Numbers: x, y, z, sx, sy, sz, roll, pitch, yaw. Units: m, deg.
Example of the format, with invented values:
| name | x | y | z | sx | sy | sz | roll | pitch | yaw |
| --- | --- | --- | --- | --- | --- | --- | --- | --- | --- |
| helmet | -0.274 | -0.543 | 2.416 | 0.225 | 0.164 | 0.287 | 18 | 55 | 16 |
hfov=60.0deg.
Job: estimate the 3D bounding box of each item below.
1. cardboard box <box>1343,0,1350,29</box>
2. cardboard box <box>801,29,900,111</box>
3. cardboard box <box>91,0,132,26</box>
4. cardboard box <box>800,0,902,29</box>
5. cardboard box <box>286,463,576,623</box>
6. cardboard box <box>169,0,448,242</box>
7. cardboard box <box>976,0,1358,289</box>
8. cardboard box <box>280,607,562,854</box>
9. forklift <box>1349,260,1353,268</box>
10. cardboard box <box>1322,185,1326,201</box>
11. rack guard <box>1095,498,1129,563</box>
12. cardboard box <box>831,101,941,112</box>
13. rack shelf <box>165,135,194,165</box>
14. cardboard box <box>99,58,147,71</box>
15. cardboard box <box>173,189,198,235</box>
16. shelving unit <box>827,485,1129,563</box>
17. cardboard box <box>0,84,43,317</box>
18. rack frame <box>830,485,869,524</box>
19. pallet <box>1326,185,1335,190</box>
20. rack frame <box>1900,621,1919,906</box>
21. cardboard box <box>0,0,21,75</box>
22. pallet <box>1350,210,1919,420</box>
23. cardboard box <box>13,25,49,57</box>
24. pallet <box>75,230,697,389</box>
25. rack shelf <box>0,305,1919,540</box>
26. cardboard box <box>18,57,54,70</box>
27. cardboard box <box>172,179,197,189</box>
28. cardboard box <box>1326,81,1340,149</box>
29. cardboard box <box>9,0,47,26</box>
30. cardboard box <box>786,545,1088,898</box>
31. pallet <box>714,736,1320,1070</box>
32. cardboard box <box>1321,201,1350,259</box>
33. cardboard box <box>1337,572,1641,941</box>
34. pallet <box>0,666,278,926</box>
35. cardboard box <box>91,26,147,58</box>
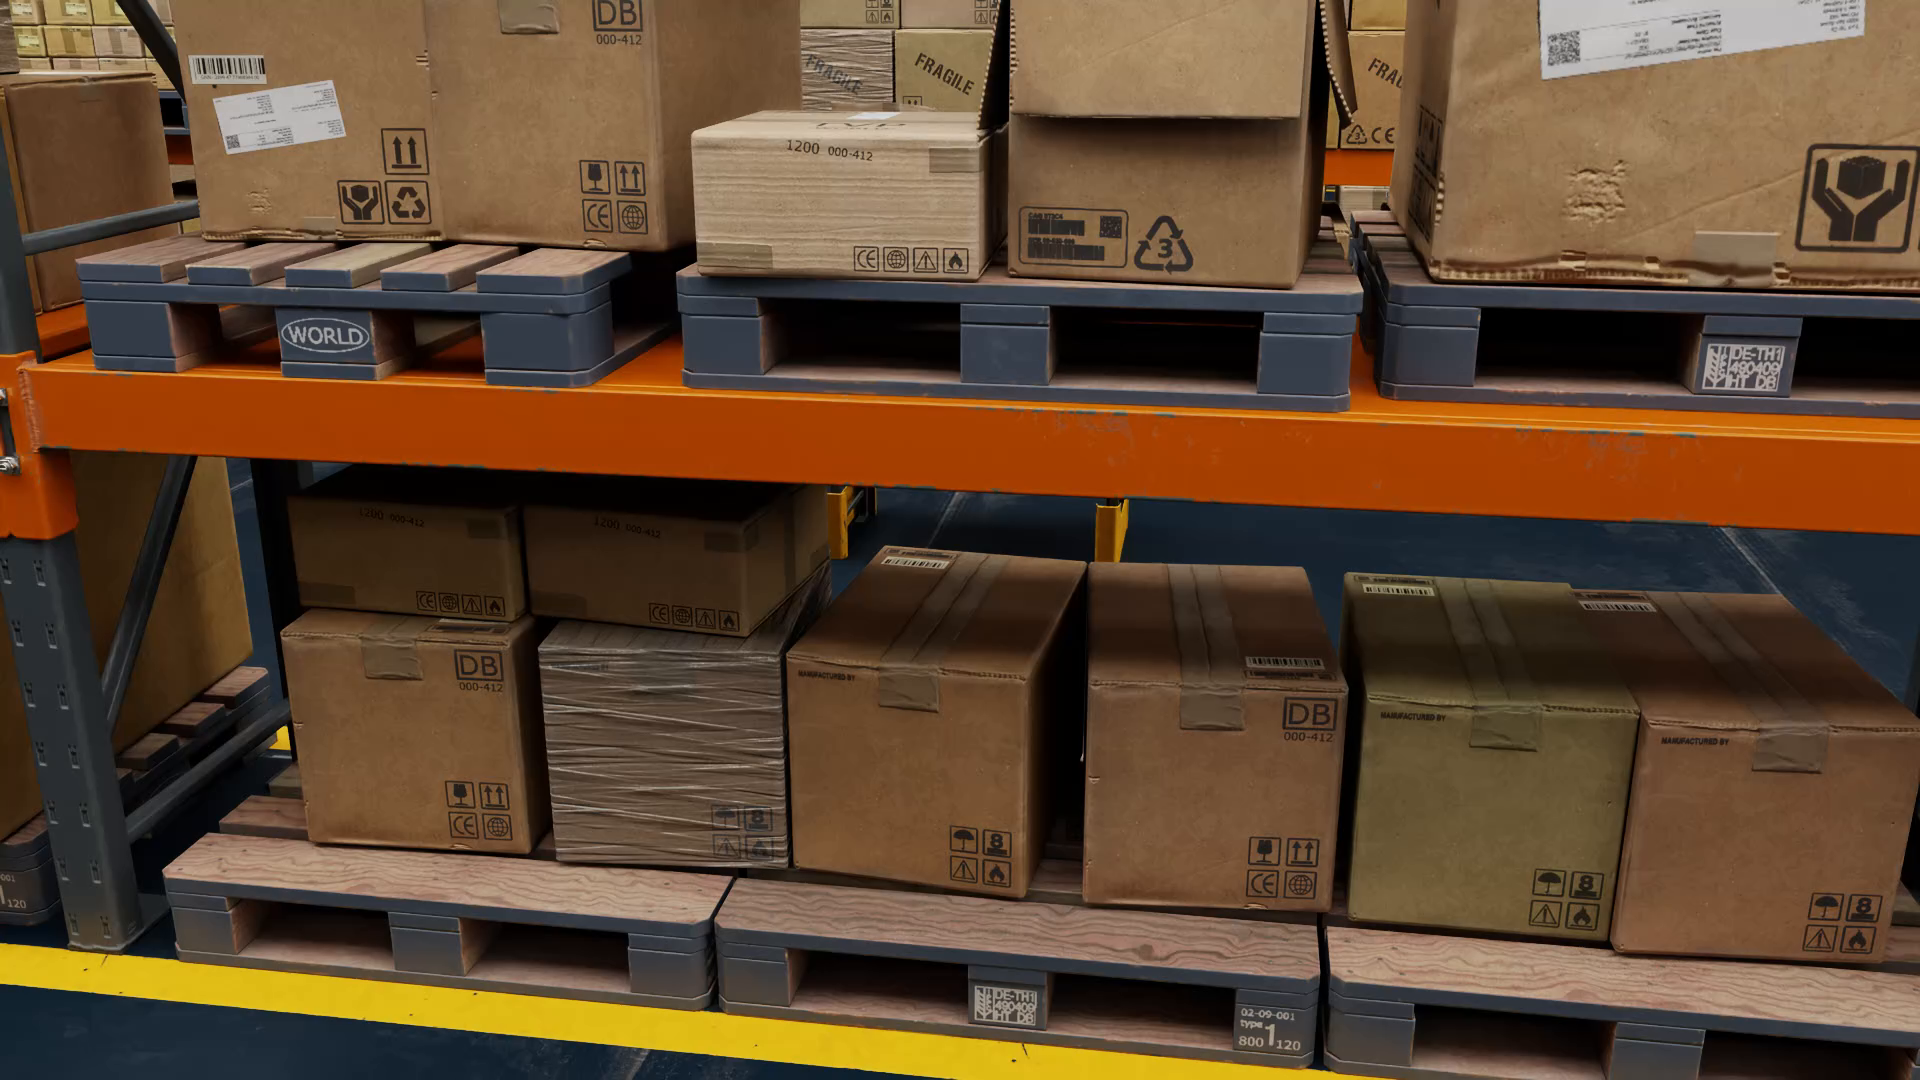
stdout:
| name | x | y | z | sx | sy | sz | roll | pitch | yaw |
| --- | --- | --- | --- | --- | --- | --- | --- | --- | --- |
| cardboard box | 1.535 | -2.623 | 7.683 | 0.500 | 0.500 | 0.700 | 3 | 19 | 9 |
| cardboard box | -0.515 | -2.169 | 7.902 | 0.500 | 0.500 | 0.500 | 3 | 19 | 9 |
| cardboard box | -4.020 | -2.603 | 8.151 | 0.250 | 0.149 | 0.380 | 3 | 19 | 9 |
| cardboard box | -0.474 | -2.725 | 7.986 | 0.500 | 0.500 | 0.700 | 3 | 19 | 8 |
| cardboard box | -1.136 | -0.035 | 3.744 | 0.500 | 0.250 | 0.500 | 4 | 19 | 11 |
| cardboard box | -1.263 | -0.912 | 3.483 | 0.500 | 0.500 | 0.500 | 1 | 19 | 2 |
| cardboard box | 0.421 | -0.785 | 3.098 | 0.637 | 0.503 | 0.797 | 5 | 19 | 14 |
| cardboard box | -1.138 | 0.324 | 3.854 | 0.500 | 0.500 | 0.700 | 2 | 19 | 6 |
| forklift | 1.424 | -2.992 | 10.626 | 3.031 | 2.935 | 1.130 | -7 | 20 | -20 |
| cardboard box | 2.490 | -2.597 | 12.818 | 0.625 | 0.372 | 0.950 | 4 | 19 | 12 |
| rack guard | 0.567 | -0.090 | 6.177 | 0.087 | 0.250 | 0.587 | 3 | 19 | 9 |
| cardboard box | -0.113 | -0.816 | 3.566 | 0.258 | 0.266 | 0.396 | 2 | 19 | 7 |
| rack shelf | -2.890 | -1.989 | 8.653 | 4.000 | 0.370 | 1.077 | 3 | 19 | 9 |
| cardboard box | -4.028 | -2.321 | 8.245 | 0.250 | 0.149 | 0.380 | 3 | 19 | 9 |
| cardboard box | -4.177 | -1.680 | 8.692 | 0.500 | 0.250 | 0.500 | 2 | 19 | 6 |
| shelving unit | 0.075 | -0.707 | 6.054 | 1.083 | 1.500 | 0.587 | 3 | 19 | 9 |
| cardboard box | -2.329 | -0.675 | 3.435 | 0.500 | 0.500 | 0.500 | 4 | 19 | 10 |
| rack frame | -0.418 | -0.733 | 6.129 | 0.032 | 1.500 | 0.500 | 3 | 19 | 9 |
| pallet | 3.769 | -3.841 | 17.451 | 1.213 | 0.211 | 1.003 | 3 | 19 | 9 |
| rack frame | 2.147 | -0.479 | 3.007 | 0.127 | 3.000 | 1.000 | 3 | 19 | 9 |
| cardboard box | -2.522 | -1.245 | 3.559 | 0.637 | 0.503 | 0.797 | 4 | 19 | 11 |
| pallet | 1.416 | -0.472 | 3.289 | 1.213 | 0.211 | 1.003 | 3 | 19 | 9 |
| cardboard box | -4.549 | -2.488 | 8.276 | 0.250 | 0.149 | 0.380 | 3 | 19 | 10 |
| pallet | -1.082 | -0.587 | 3.632 | 1.003 | 0.211 | 1.213 | 3 | 19 | 9 |
| rack shelf | 0.172 | -0.238 | 3.422 | 4.000 | 0.370 | 1.077 | 3 | 19 | 9 |
| cardboard box | -4.549 | -2.346 | 8.323 | 0.250 | 0.149 | 0.380 | 2 | 19 | 6 |
| cardboard box | -4.090 | -1.841 | 9.175 | 0.500 | 0.250 | 0.500 | 2 | 19 | 7 |
| cardboard box | 1.478 | -2.069 | 7.600 | 0.500 | 0.500 | 0.500 | 3 | 19 | 9 |
| cardboard box | -4.549 | -2.629 | 8.228 | 0.250 | 0.149 | 0.380 | 4 | 19 | 11 |
| cardboard box | -0.027 | 0.374 | 3.703 | 0.500 | 0.500 | 0.700 | 5 | 19 | 13 |
| pallet | 0.170 | 0.744 | 3.747 | 1.213 | 0.211 | 1.003 | 3 | 19 | 9 |
| cardboard box | 1.455 | -1.213 | 8.084 | 0.750 | 0.750 | 1.050 | 3 | 19 | 9 |
| cardboard box | 1.076 | 0.430 | 3.536 | 0.500 | 0.500 | 0.700 | 3 | 19 | 8 |
| pallet | -2.569 | 0.579 | 4.240 | 1.213 | 0.211 | 1.003 | 3 | 19 | 9 |
| cardboard box | -4.038 | -2.462 | 8.200 | 0.250 | 0.149 | 0.380 | 3 | 19 | 10 |
